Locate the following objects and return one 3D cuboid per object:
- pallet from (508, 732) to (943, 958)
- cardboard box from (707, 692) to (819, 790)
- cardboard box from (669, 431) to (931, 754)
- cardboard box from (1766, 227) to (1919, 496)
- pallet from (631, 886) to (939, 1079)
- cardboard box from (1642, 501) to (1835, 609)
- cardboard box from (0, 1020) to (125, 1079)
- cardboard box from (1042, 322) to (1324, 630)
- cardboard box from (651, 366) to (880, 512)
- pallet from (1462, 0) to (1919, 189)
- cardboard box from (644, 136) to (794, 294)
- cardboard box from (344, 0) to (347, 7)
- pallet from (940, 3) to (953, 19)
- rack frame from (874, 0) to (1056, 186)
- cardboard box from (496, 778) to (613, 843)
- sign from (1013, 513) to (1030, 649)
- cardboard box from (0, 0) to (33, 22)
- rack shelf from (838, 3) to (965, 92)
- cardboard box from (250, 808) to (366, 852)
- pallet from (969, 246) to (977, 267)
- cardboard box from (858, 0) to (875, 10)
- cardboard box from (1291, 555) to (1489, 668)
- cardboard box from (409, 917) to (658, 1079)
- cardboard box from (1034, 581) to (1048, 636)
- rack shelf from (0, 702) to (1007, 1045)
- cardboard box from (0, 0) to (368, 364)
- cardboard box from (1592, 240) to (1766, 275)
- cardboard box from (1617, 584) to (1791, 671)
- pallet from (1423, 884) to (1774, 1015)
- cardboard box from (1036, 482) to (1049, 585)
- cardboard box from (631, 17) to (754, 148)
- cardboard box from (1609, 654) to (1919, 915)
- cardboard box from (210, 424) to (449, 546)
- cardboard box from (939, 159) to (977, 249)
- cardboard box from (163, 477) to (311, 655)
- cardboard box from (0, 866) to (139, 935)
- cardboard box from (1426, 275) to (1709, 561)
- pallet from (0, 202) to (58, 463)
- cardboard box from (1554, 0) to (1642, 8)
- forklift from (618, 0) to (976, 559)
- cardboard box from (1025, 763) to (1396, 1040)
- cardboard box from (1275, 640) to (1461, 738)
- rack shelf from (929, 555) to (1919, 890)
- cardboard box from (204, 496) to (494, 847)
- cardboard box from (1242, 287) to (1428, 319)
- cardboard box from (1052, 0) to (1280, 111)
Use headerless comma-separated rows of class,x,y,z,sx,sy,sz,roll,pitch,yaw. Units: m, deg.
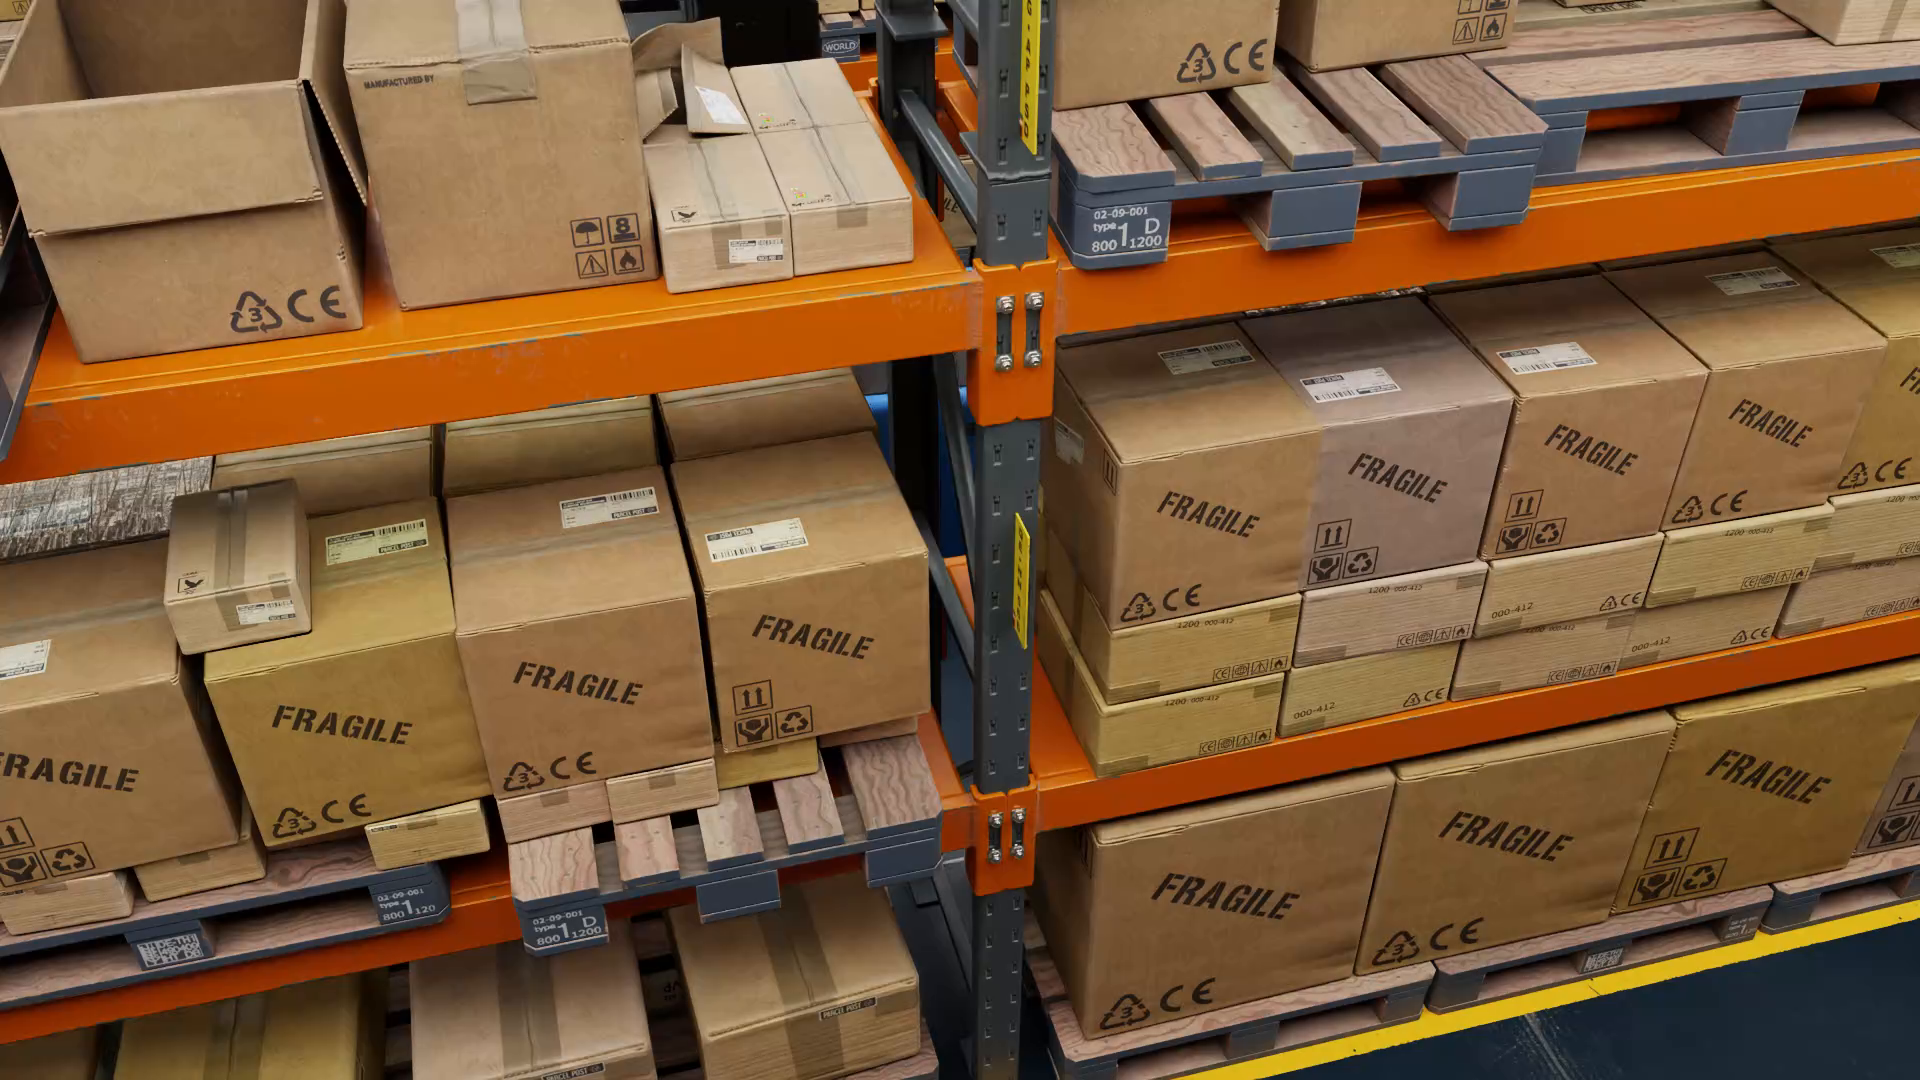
pallet,-0.673,0.458,4.341,1.003,0.211,1.213,-9,38,-12
cardboard box,-0.508,0.414,4.101,0.250,0.149,0.380,-9,38,-11
cardboard box,-0.379,0.116,3.956,0.500,0.500,0.500,-10,39,-13
cardboard box,2.491,-0.491,4.518,0.500,0.500,0.500,-8,38,-11
pallet,-0.768,1.436,5.198,1.213,0.211,1.003,-9,38,-12
cardboard box,2.017,-0.094,4.616,0.500,0.250,0.500,-9,38,-11
cardboard box,-2.676,1.516,4.616,0.625,0.372,0.950,-7,38,-9
cardboard box,0.527,-0.166,4.092,0.500,0.500,0.500,-11,39,-13
cardboard box,-0.508,-0.183,4.348,0.500,0.500,0.500,-10,39,-13
pallet,1.674,-1.222,4.066,1.213,0.211,1.003,-8,38,-10
cardboard box,-0.500,-0.668,3.393,0.250,0.149,0.380,-9,38,-12
cardboard box,-2.731,-2.335,7.751,0.500,0.500,0.500,-10,39,-13
pallet,0.499,-2.943,8.786,1.213,0.211,1.003,-9,38,-12
rack frame,-0.013,-2.177,2.689,0.127,3.000,1.000,-9,38,-12
cardboard box,-0.985,0.515,3.969,0.250,0.149,0.380,-11,39,-14
sign,0.137,0.094,3.770,0.005,0.325,0.100,-9,38,-12
cardboard box,-4.289,-2.650,7.340,0.500,0.500,0.700,-10,39,-13
rack shelf,0.530,-2.713,8.919,4.000,0.370,1.077,-9,38,-12
cardboard box,-1.522,0.533,3.946,0.250,0.149,0.380,-9,38,-12
pallet,0.529,-1.888,9.544,1.213,0.211,1.003,-9,38,-12
cardboard box,-0.397,-2.786,8.285,0.250,0.149,0.380,-7,38,-10
cardboard box,1.040,0.050,4.427,0.500,0.250,0.500,-8,38,-11
cardboard box,-1.271,1.288,4.914,0.625,0.372,0.950,-10,39,-13
cardboard box,0.407,0.033,4.861,0.500,0.250,0.500,-11,39,-14
rack shelf,-1.944,0.809,4.316,4.000,0.370,1.077,-9,38,-12
cardboard box,-1.478,-0.768,3.231,0.637,0.503,0.797,-9,38,-12
cardboard box,1.883,-0.703,4.795,0.500,0.500,0.500,-10,39,-13
cardboard box,2.000,0.084,4.795,0.500,0.250,0.500,-9,38,-12
pallet,1.943,1.042,5.714,1.213,0.211,1.003,-9,38,-12
cardboard box,0.388,-0.159,4.701,0.500,0.250,0.500,-9,38,-12
cardboard box,-0.608,-0.941,3.654,0.258,0.266,0.396,-9,38,-12
cardboard box,2.401,0.542,5.475,0.875,0.875,0.875,-8,38,-11
cardboard box,-1.520,-0.008,4.119,0.500,0.500,0.500,-9,38,-11
cardboard box,-0.167,-1.900,8.976,0.500,0.500,0.500,-9,38,-11
cardboard box,-1.519,0.048,3.511,0.250,0.149,0.380,-11,39,-14
cardboard box,-1.993,0.680,3.753,0.250,0.149,0.380,-8,38,-10
cardboard box,1.507,-0.323,4.298,0.500,0.500,0.500,-8,38,-11
pallet,-2.251,-0.479,3.093,1.003,0.211,1.213,-9,38,-12
cardboard box,1.613,-1.641,4.030,0.500,0.500,0.500,-9,38,-12
forklift,-1.218,-1.039,6.196,3.031,2.935,1.130,-6,38,-8
cardboard box,0.675,0.822,5.109,0.875,0.875,0.875,-10,38,-12
cardboard box,1.016,0.244,4.586,0.500,0.250,0.500,-10,39,-13
rack shelf,1.918,0.175,5.145,4.000,0.370,1.077,-9,38,-12
cardboard box,-1.363,0.285,3.735,0.500,0.500,0.500,-12,39,-15
cardboard box,0.911,-0.552,4.598,0.500,0.500,0.500,-9,38,-11
cardboard box,0.312,-1.341,3.635,0.637,0.503,0.797,-12,39,-15
